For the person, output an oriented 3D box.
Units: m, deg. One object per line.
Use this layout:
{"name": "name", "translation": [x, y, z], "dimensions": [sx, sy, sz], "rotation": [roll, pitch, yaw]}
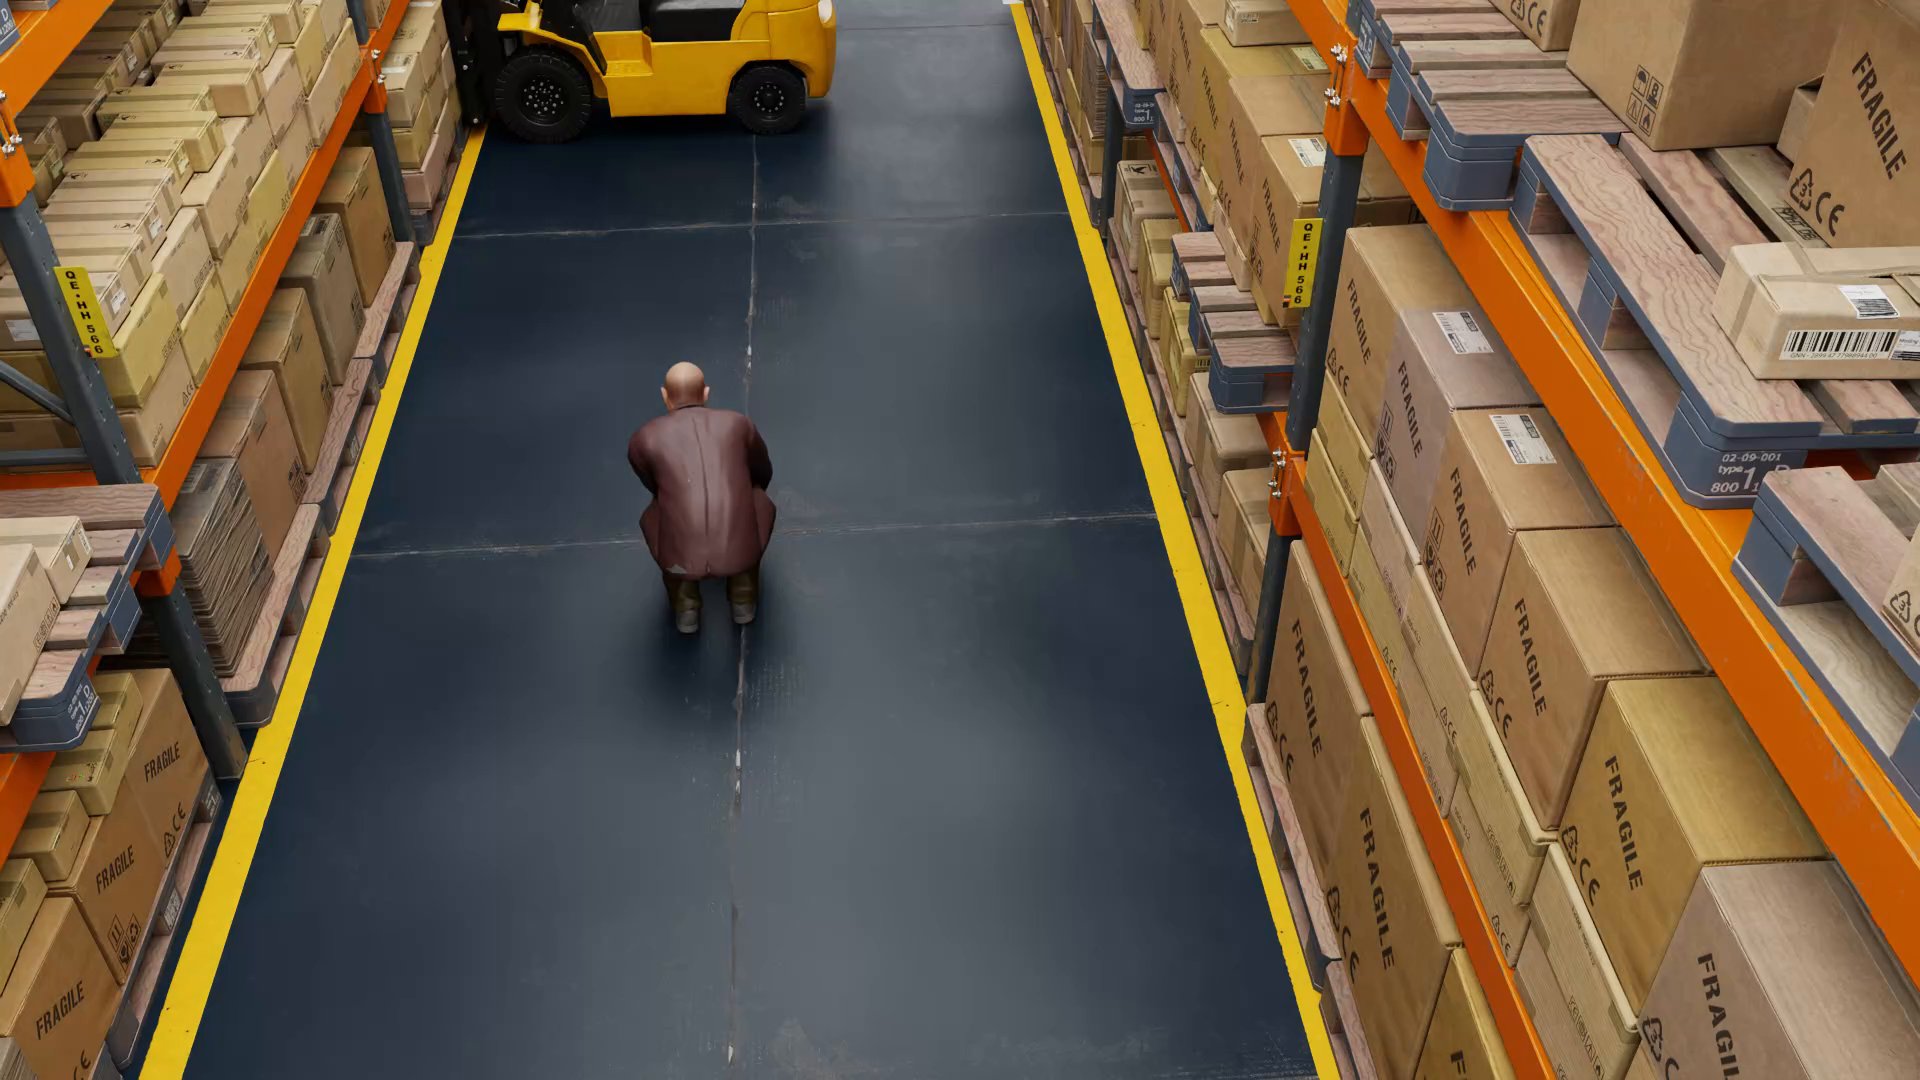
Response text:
{"name": "person", "translation": [-1.080, -0.180, 7.019], "dimensions": [0.607, 0.997, 0.894], "rotation": [-3, 39, -4]}
